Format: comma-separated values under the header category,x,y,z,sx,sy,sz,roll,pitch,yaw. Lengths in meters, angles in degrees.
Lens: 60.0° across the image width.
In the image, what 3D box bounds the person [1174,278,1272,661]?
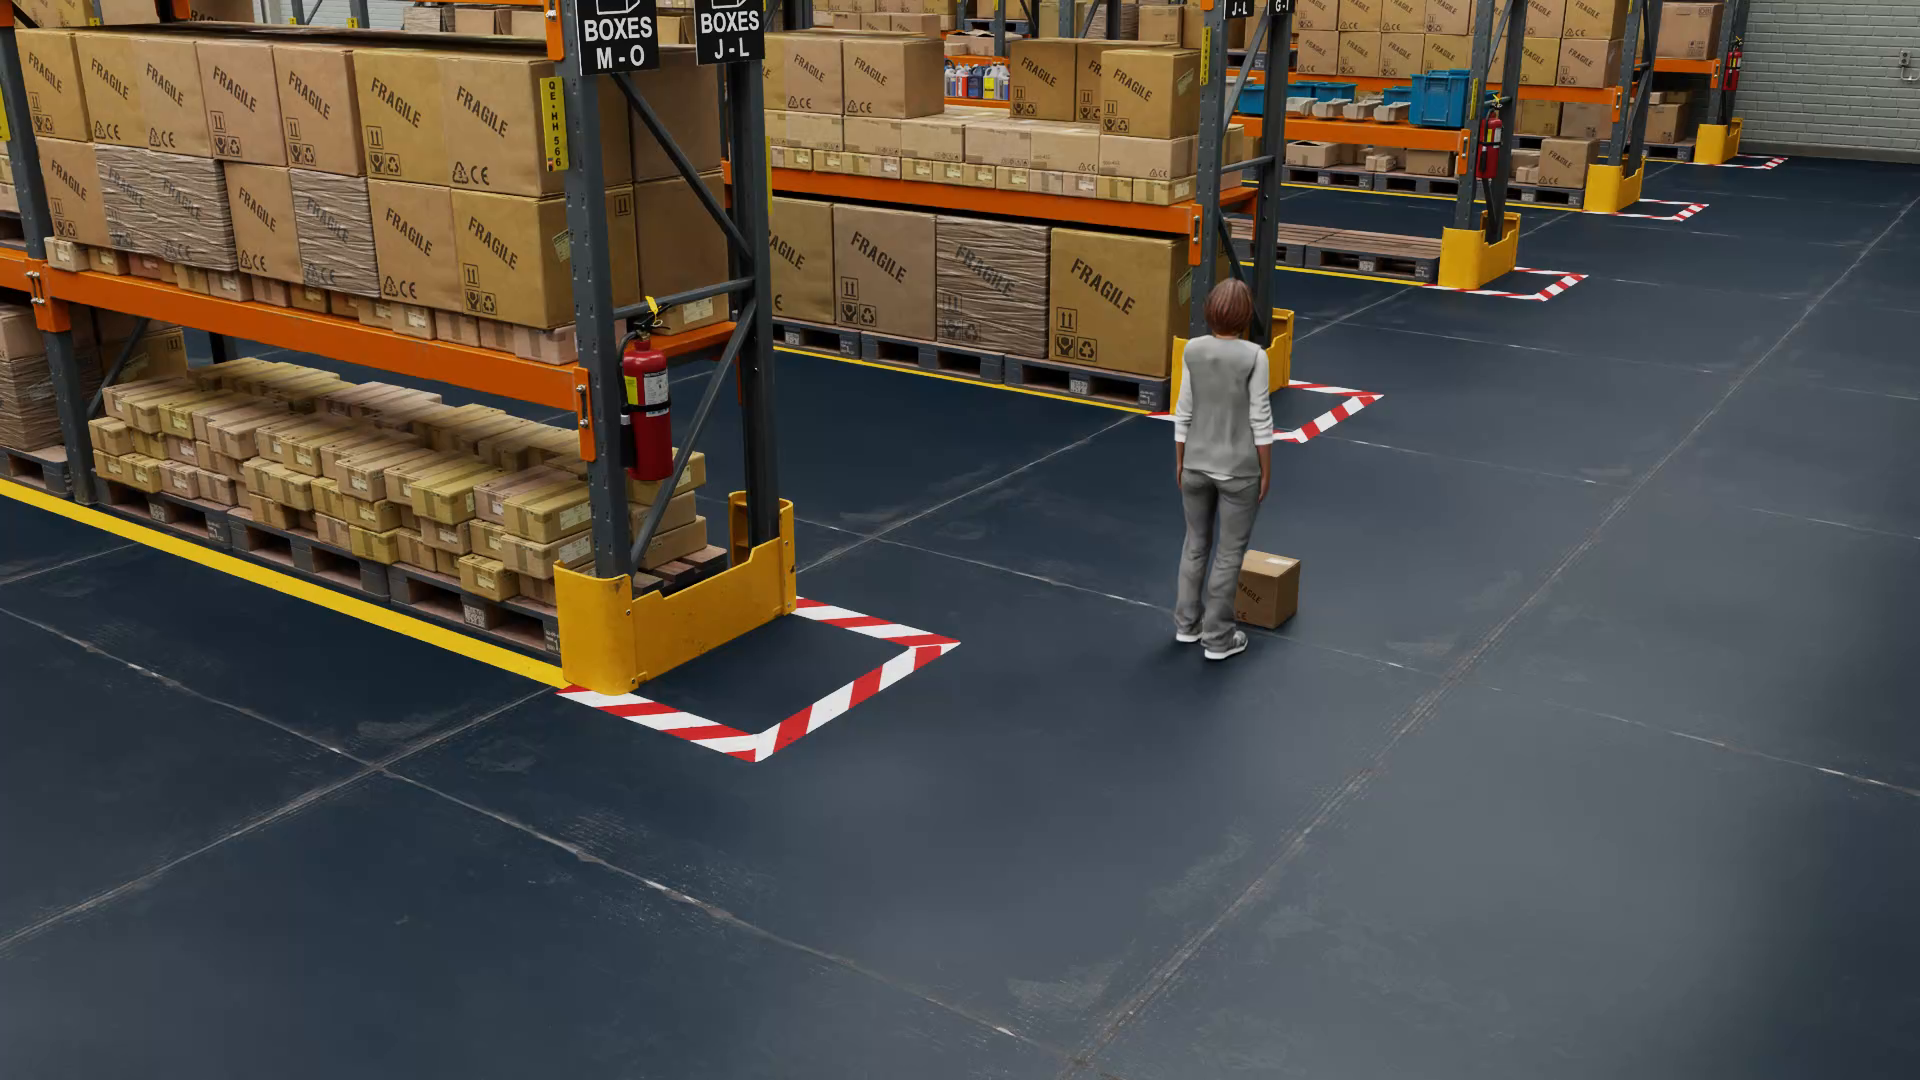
category,x,y,z,sx,sy,sz,roll,pitch,yaw
person,1.090,-0.284,6.871,0.418,1.608,0.367,13,24,32
